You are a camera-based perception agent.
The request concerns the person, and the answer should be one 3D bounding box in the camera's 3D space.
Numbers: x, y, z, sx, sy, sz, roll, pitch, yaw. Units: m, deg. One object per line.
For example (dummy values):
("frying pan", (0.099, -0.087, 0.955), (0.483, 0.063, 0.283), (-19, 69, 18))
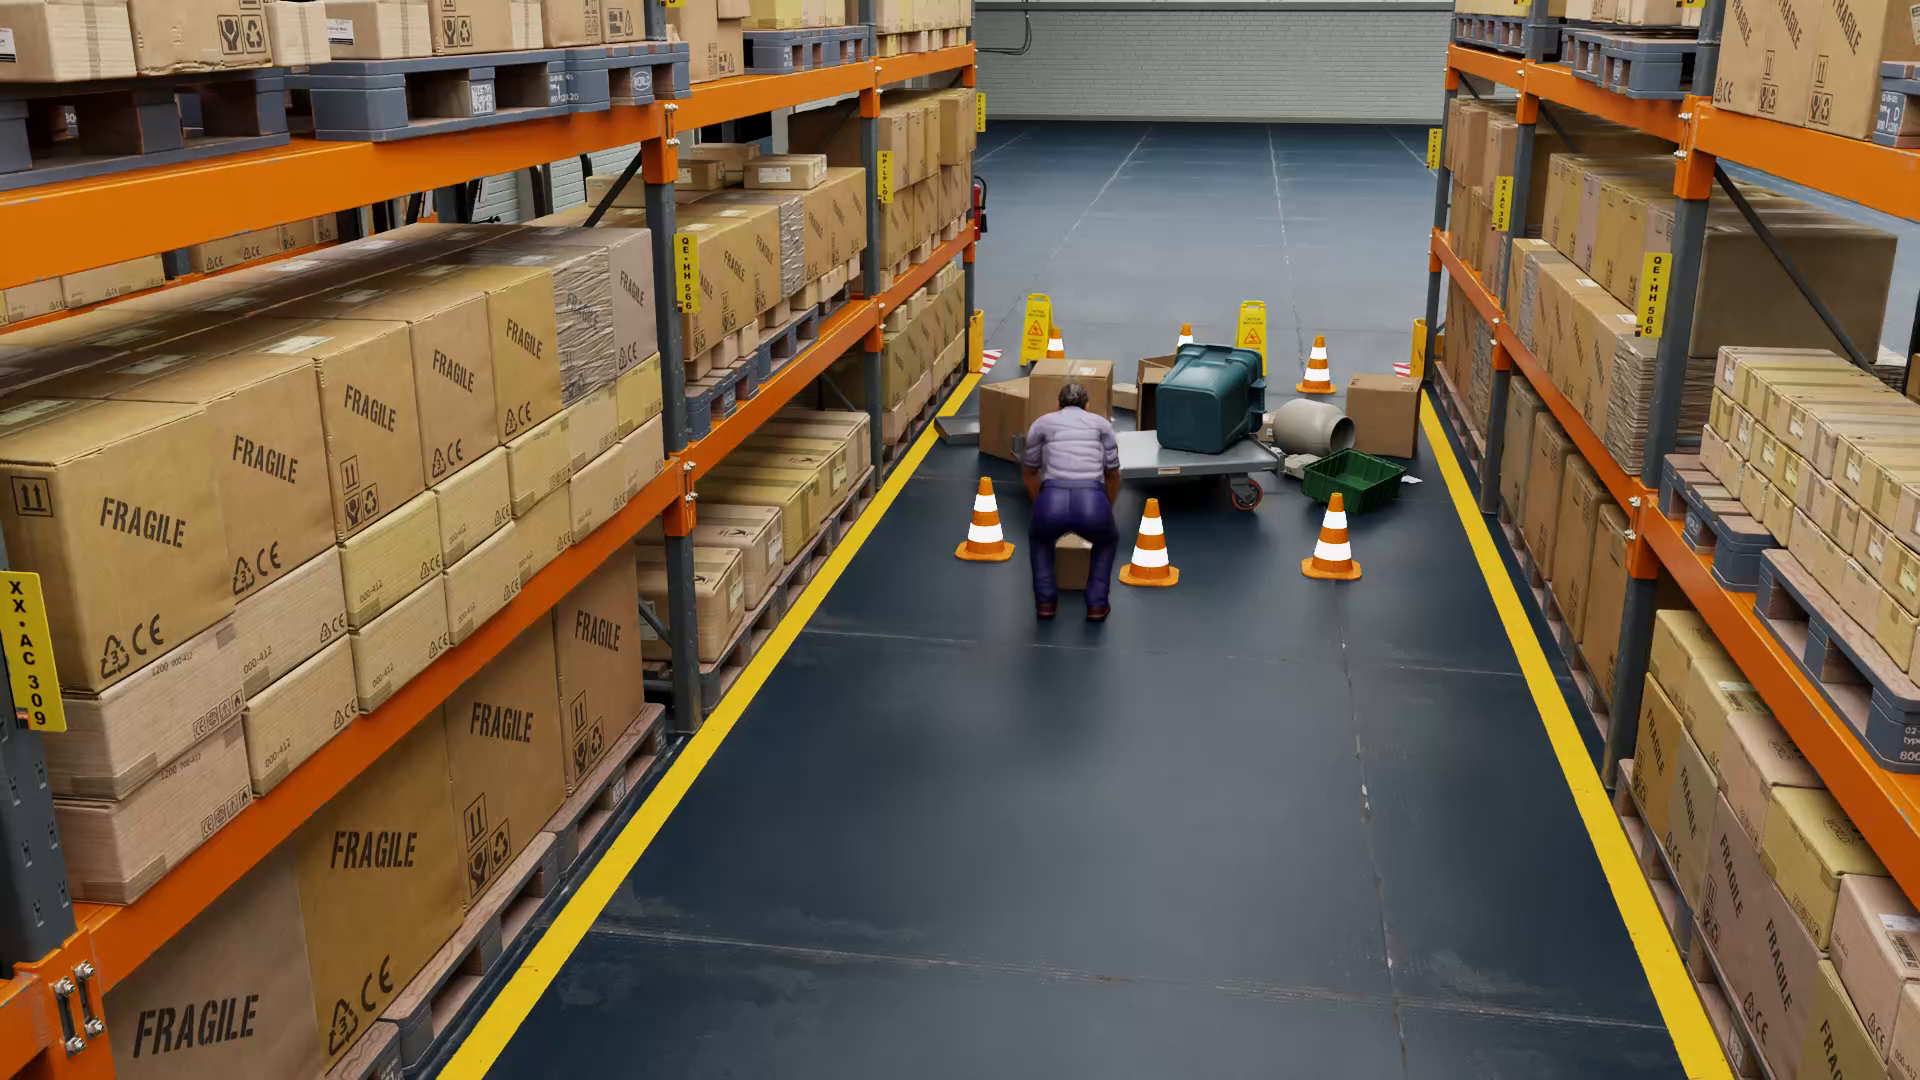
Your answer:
("person", (0.584, -0.195, 8.917), (0.541, 1.198, 0.742), (3, 18, 9))
